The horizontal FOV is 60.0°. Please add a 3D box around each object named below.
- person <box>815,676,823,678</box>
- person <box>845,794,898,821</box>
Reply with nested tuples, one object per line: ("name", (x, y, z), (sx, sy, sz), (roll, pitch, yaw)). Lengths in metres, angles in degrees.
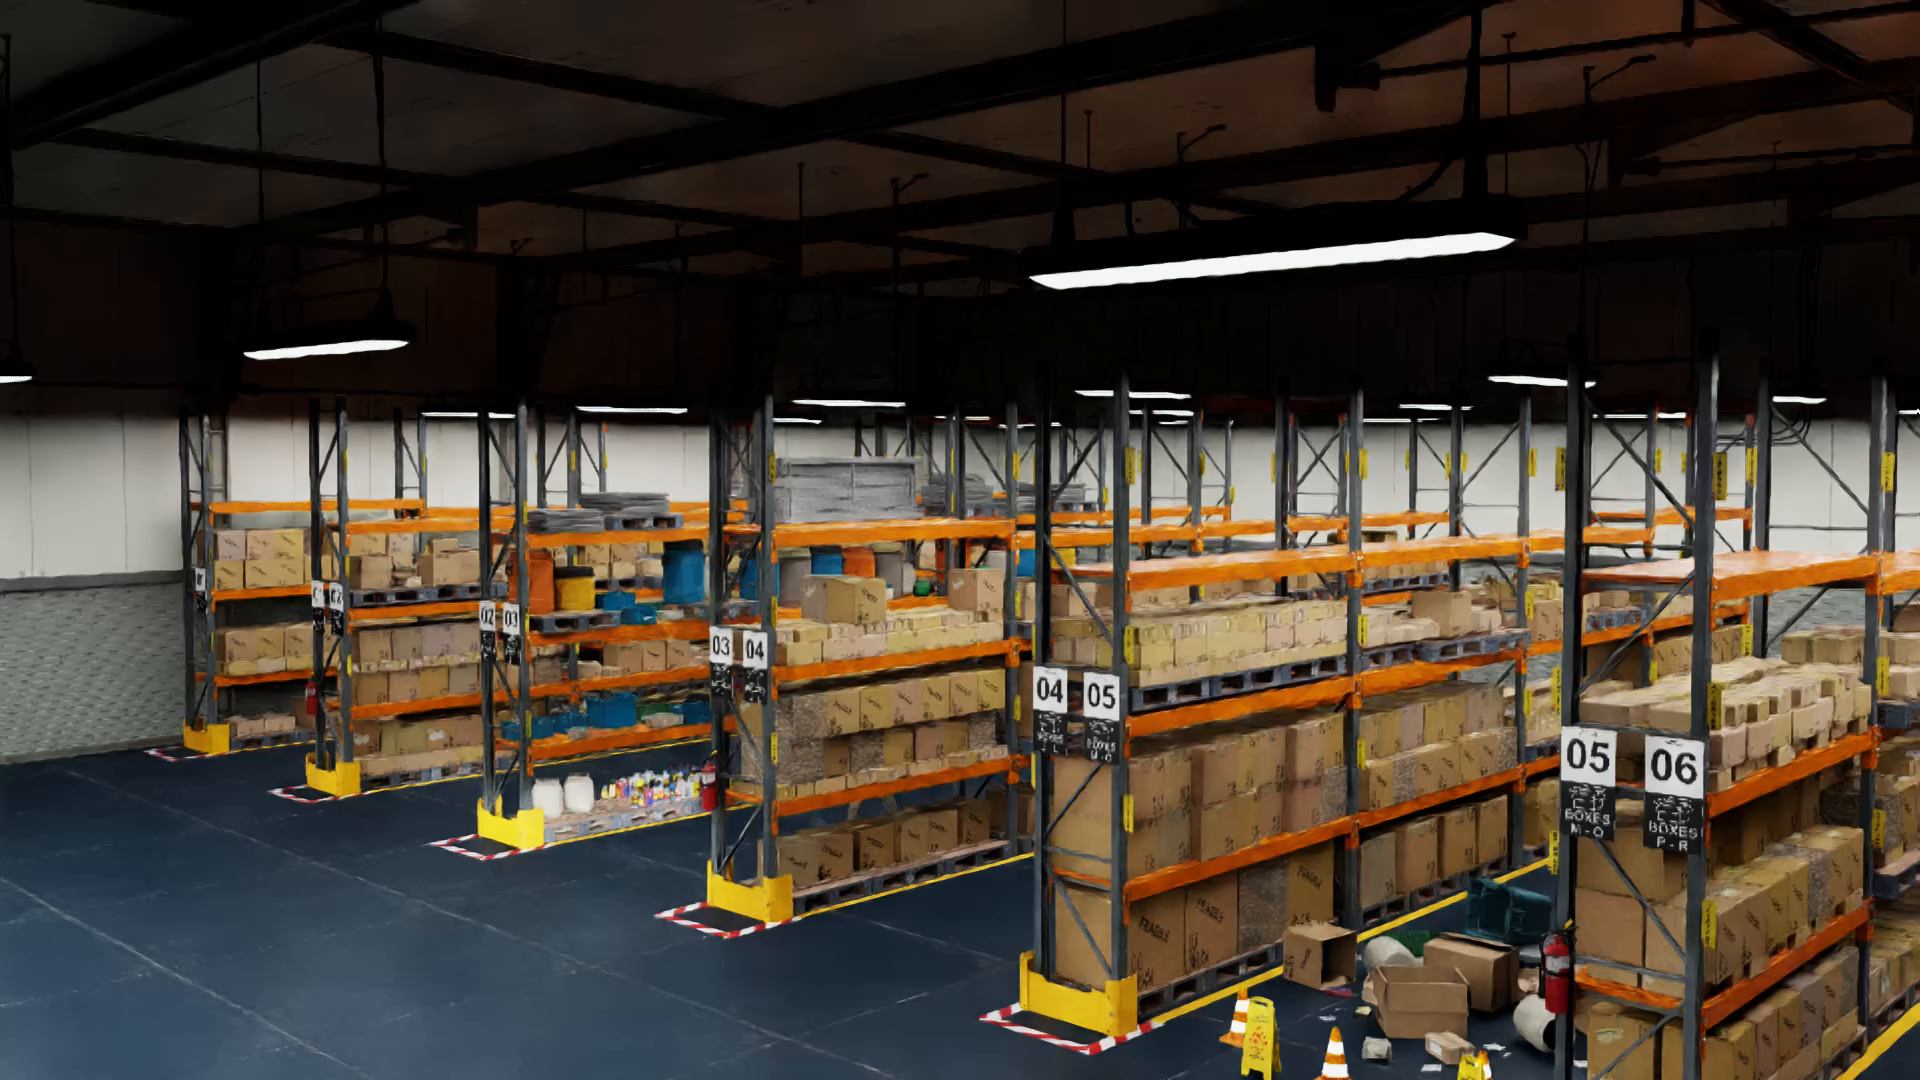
("person", (-2.307, 2.815, 28.024), (1.037, 1.722, 0.554), (-2, 4, -37))
("person", (-1.246, 3.119, 22.885), (0.554, 1.666, 1.040), (3, 4, 42))
